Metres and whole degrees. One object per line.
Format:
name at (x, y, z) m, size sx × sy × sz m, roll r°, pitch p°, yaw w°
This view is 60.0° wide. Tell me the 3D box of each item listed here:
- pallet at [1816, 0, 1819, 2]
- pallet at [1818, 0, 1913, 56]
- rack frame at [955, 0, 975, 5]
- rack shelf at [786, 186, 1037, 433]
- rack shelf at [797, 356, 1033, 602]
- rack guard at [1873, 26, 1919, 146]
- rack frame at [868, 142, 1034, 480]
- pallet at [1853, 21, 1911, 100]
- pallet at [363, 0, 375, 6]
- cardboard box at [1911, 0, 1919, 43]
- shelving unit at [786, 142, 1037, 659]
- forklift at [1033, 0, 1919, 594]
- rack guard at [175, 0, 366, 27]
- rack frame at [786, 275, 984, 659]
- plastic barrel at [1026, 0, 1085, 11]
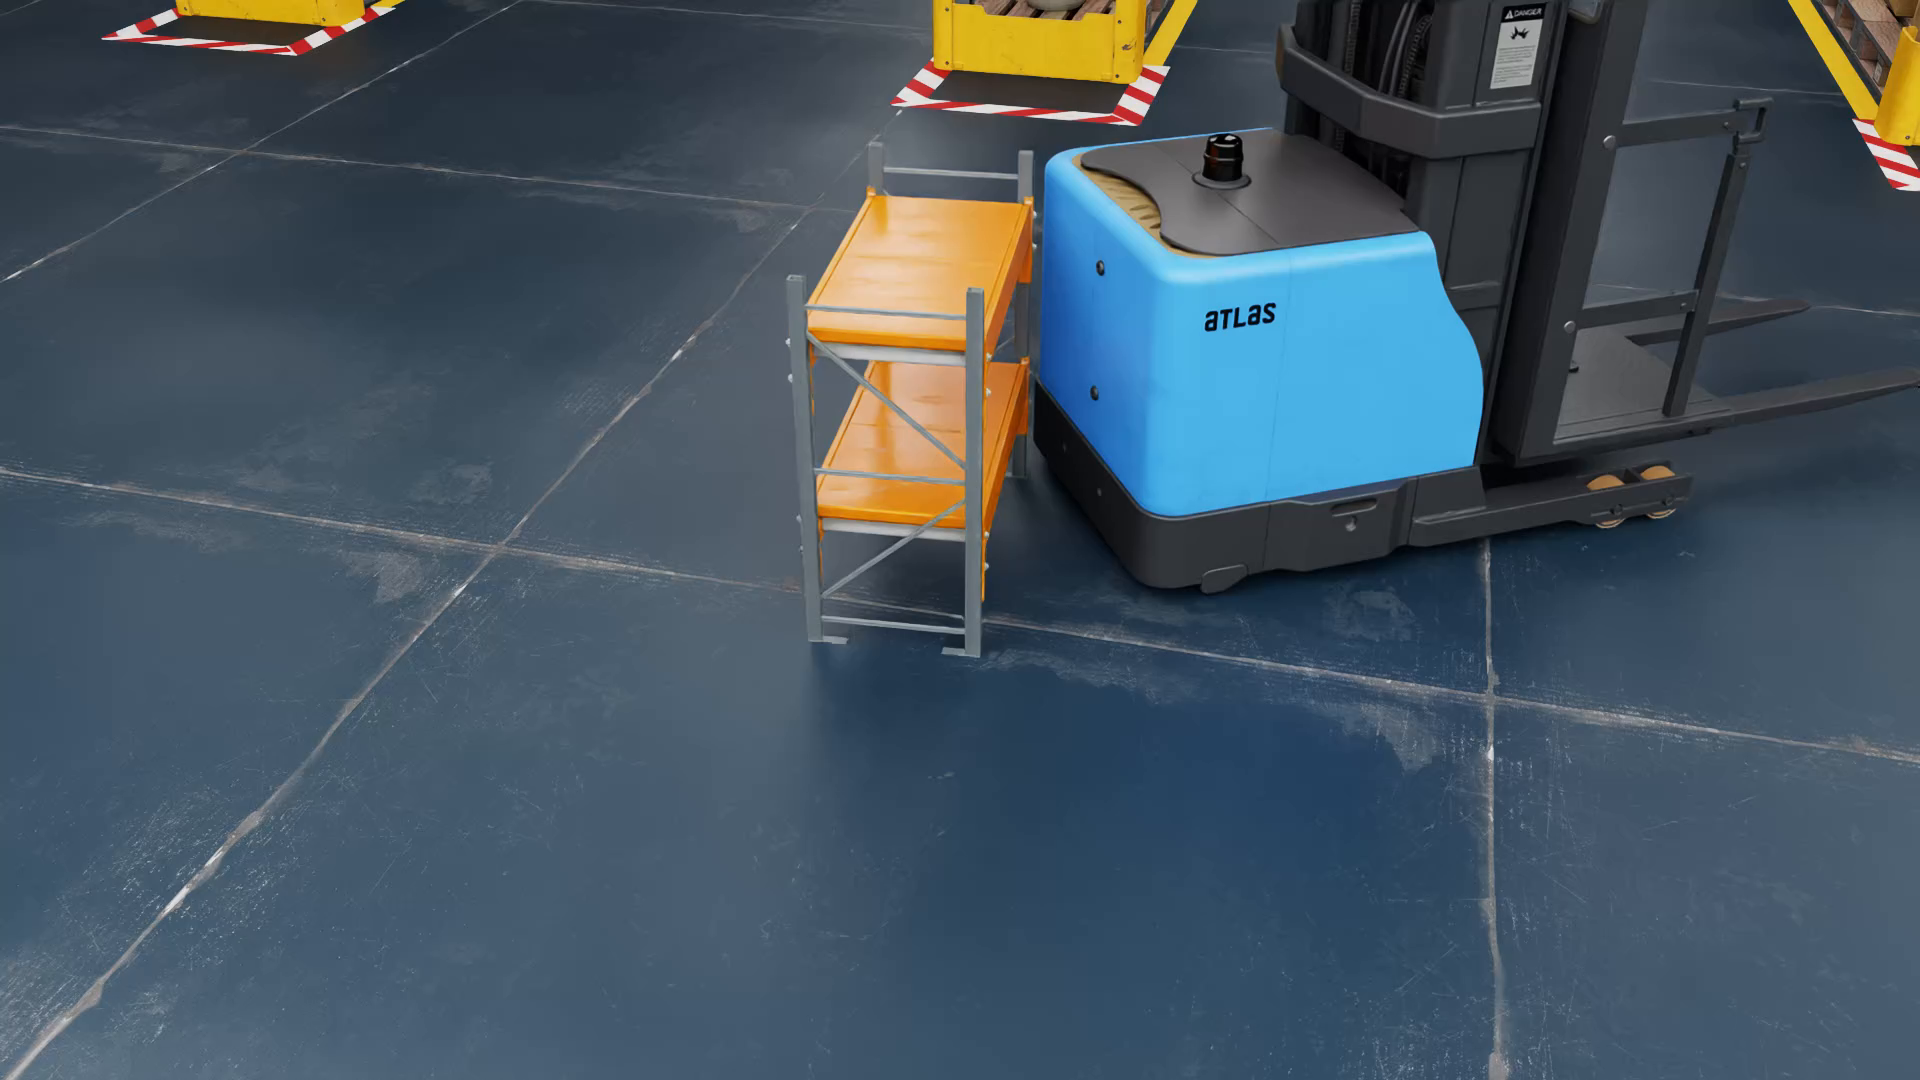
pallet at (6.139, -3.785, 11.007) m, size 1.003 × 0.211 × 1.213 m, roll 8°, pitch 33°, yaw 12°
pallet at (5.831, -3.150, 10.008) m, size 1.003 × 0.211 × 1.213 m, roll 8°, pitch 33°, yaw 12°
rack frame at (0.469, -3.914, 8.610) m, size 1.000 × 3.000 × 0.127 m, roll 8°, pitch 33°, yaw 12°
rack shelf at (-0.108, -0.683, 4.731) m, size 0.538 × 0.278 × 1.000 m, roll 5°, pitch 33°, yaw 8°
rack shelf at (-0.108, -0.230, 5.019) m, size 0.538 × 0.278 × 1.000 m, roll 5°, pitch 33°, yaw 8°
rack guard at (5.279, -2.224, 8.282) m, size 1.175 × 0.500 × 0.348 m, roll 8°, pitch 33°, yaw 12°
rack frame at (-0.028, -0.706, 5.312) m, size 0.500 × 1.125 × 0.032 m, roll 5°, pitch 33°, yaw 8°
pallet at (5.519, -2.519, 9.015) m, size 1.003 × 0.211 × 1.213 m, roll 8°, pitch 33°, yaw 12°
pallet at (-4.168, -3.816, 11.056) m, size 1.003 × 0.211 × 1.213 m, roll 8°, pitch 33°, yaw 12°
cardboard box at (5.553, -2.998, 9.109) m, size 0.500 × 0.500 × 0.500 m, roll 17°, pitch 36°, yaw 25°
shelving unit at (-0.108, -0.436, 4.888) m, size 0.538 × 1.125 × 1.048 m, roll 5°, pitch 33°, yaw 8°
forklift at (1.823, -1.534, 4.931) m, size 3.031 × 2.935 × 1.130 m, roll -10°, pitch 34°, yaw -15°
rack guard at (-4.327, -3.523, 10.325) m, size 1.175 × 0.500 × 0.348 m, roll 8°, pitch 33°, yaw 12°
rack frame at (-0.188, -0.167, 4.464) m, size 0.500 × 1.125 × 0.032 m, roll 5°, pitch 33°, yaw 8°
plastic barrel at (0.562, -3.393, 9.719) m, size 0.421 × 0.512 × 0.421 m, roll 0°, pitch 32°, yaw 0°
